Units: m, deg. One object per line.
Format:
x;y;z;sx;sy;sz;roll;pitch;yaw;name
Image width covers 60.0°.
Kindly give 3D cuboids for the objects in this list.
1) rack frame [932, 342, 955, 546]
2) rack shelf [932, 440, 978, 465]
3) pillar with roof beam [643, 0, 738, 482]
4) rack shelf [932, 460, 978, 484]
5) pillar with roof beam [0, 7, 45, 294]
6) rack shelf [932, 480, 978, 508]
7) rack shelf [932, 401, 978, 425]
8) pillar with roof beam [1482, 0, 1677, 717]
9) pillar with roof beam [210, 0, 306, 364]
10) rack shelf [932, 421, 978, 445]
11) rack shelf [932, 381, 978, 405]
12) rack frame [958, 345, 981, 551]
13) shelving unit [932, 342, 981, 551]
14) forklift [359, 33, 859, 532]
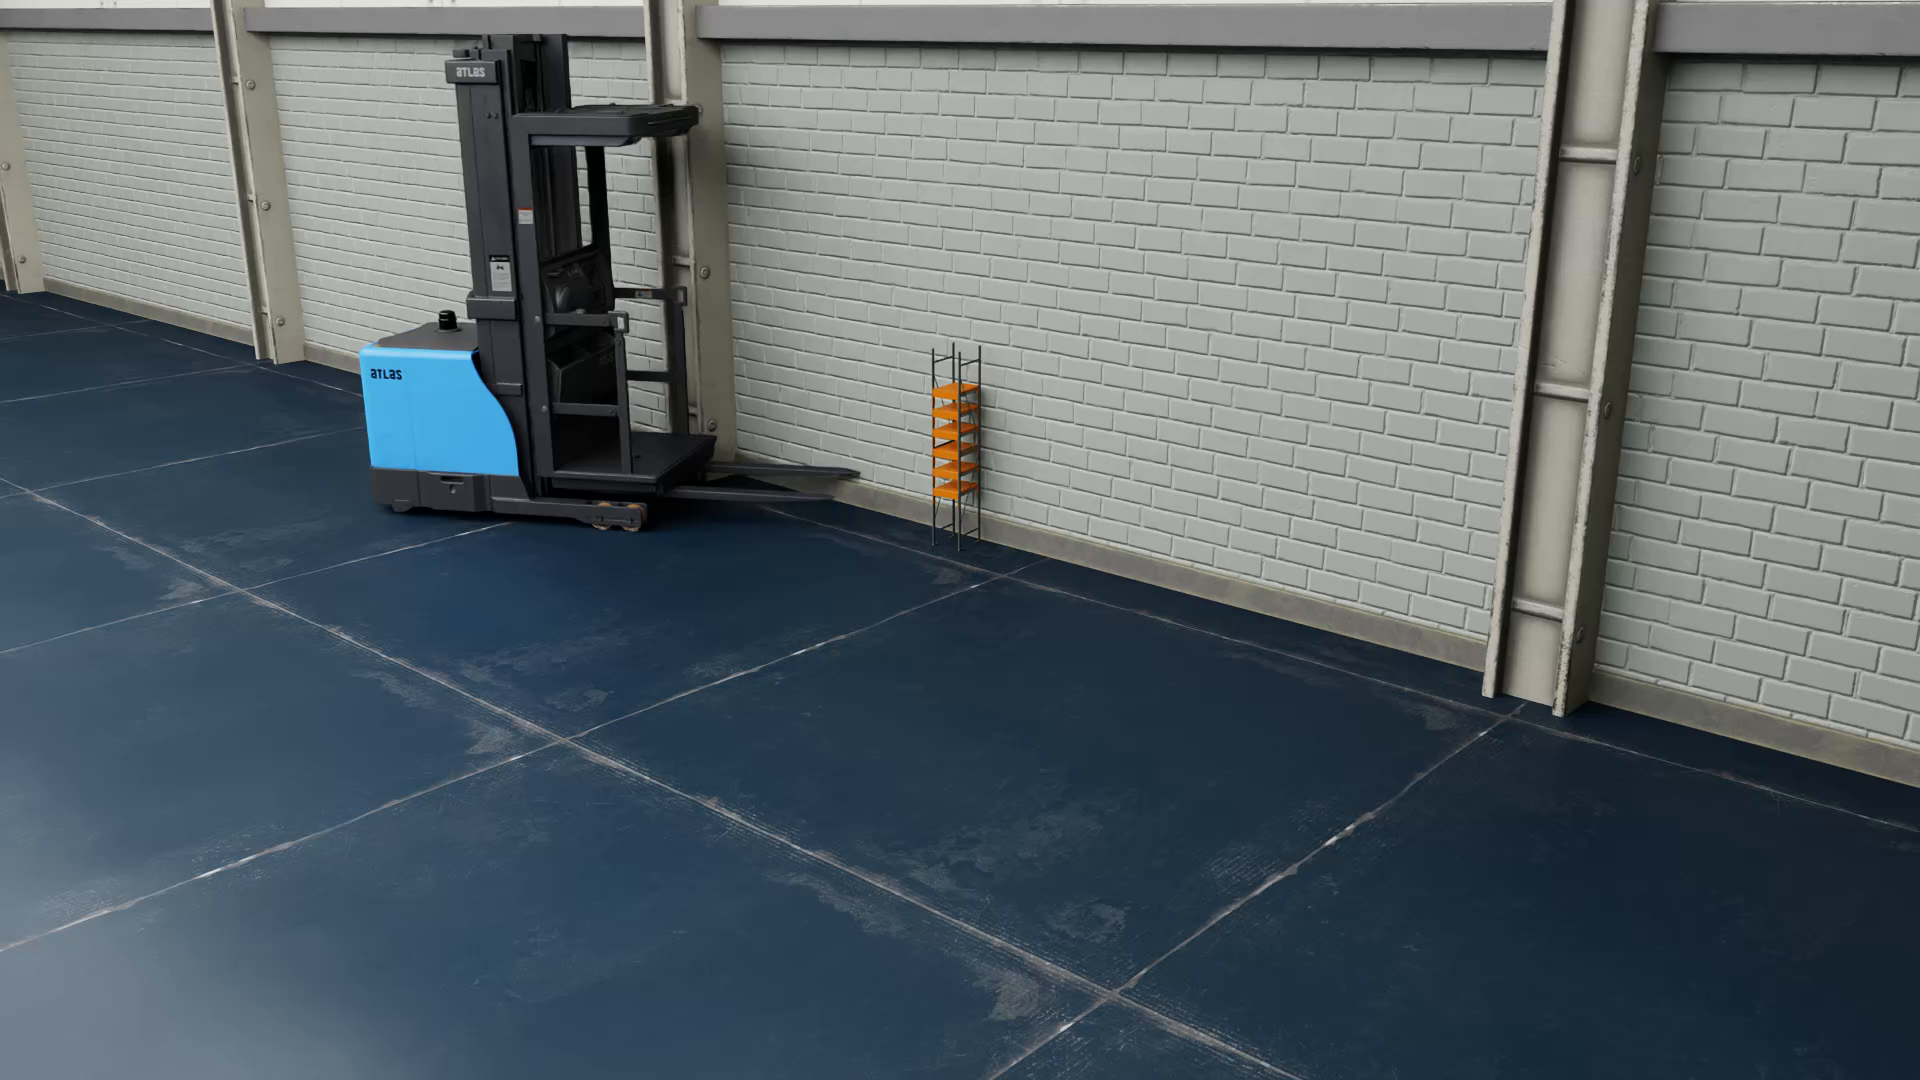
-0.097;-0.567;9.914;0.006;1.200;0.240;11;20;31;rack frame
-0.020;-0.510;9.880;0.180;0.103;0.258;11;20;31;rack shelf
-4.644;-3.786;7.166;0.400;9.000;9.100;15;23;39;pillar with roof beam
-0.020;-0.395;9.916;0.180;0.103;0.258;11;20;31;rack shelf
-13.620;-6.196;14.758;0.400;9.000;9.100;15;23;39;pillar with roof beam
-0.020;-0.281;9.952;0.180;0.103;0.258;11;20;31;rack shelf
-0.020;-0.739;9.808;0.180;0.103;0.258;11;20;31;rack shelf
-0.157;-2.582;3.370;0.400;9.000;9.100;15;23;39;pillar with roof beam
-9.132;-4.991;10.962;0.400;9.000;9.100;15;23;39;pillar with roof beam
-0.020;-0.624;9.844;0.180;0.103;0.258;11;20;31;rack shelf
-0.020;-0.853;9.772;0.180;0.103;0.258;11;20;31;rack shelf
0.057;-0.538;9.820;0.006;1.200;0.240;11;20;31;rack frame
-0.020;-0.552;9.867;0.189;1.200;0.258;11;20;31;shelving unit
-2.199;-1.625;10.386;3.031;2.935;1.130;4;18;11;forklift
